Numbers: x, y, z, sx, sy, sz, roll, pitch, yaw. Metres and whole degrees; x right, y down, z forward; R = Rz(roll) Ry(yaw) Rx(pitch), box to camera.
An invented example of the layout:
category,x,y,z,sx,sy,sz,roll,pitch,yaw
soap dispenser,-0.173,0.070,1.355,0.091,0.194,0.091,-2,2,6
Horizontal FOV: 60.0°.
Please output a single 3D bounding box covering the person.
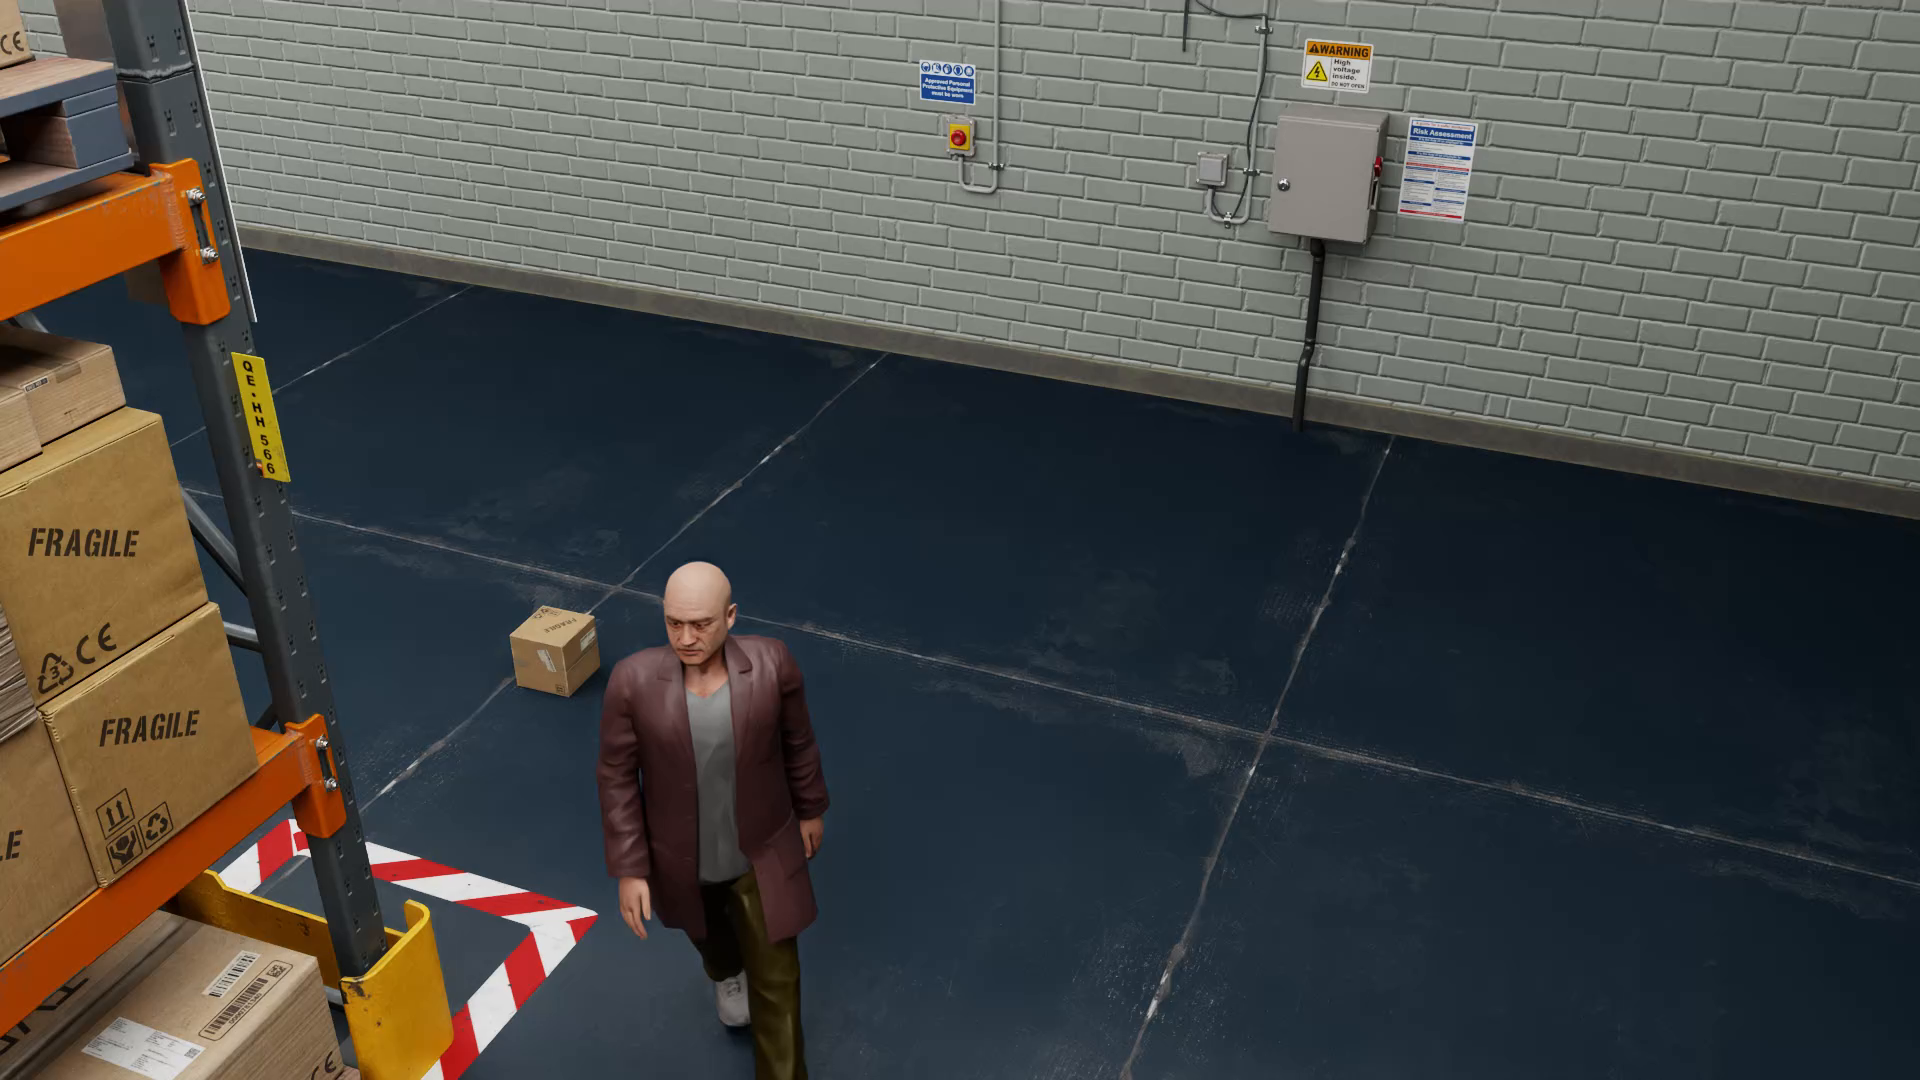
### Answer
category,x,y,z,sx,sy,sz,roll,pitch,yaw
person,-0.657,0.866,4.571,0.631,1.722,1.081,-4,30,-7
